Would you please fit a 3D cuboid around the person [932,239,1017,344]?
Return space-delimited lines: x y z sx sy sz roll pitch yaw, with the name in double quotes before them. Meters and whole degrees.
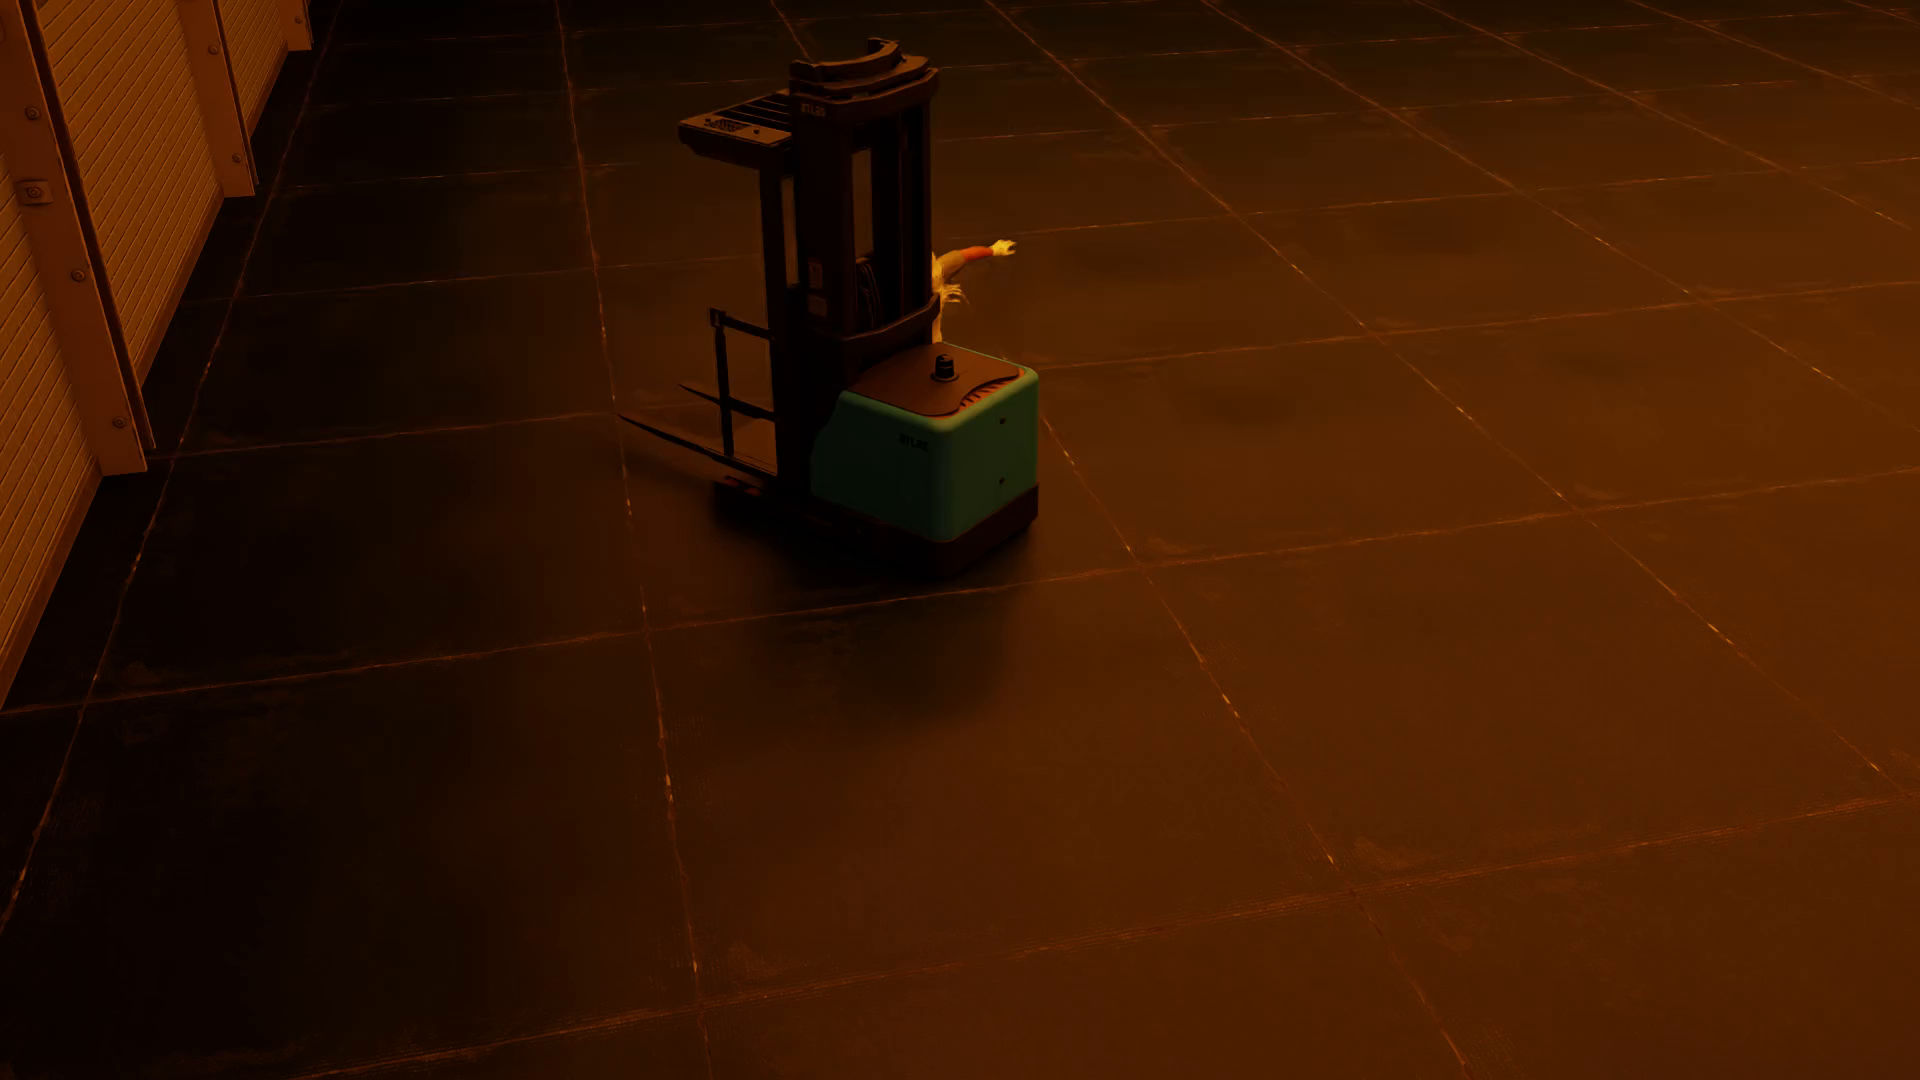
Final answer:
"person" -0.115 -1.364 11.228 1.415 1.404 0.737 -14 33 -22

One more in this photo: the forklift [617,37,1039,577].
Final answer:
"forklift" -0.982 -1.632 10.393 3.031 2.935 1.130 21 36 32
